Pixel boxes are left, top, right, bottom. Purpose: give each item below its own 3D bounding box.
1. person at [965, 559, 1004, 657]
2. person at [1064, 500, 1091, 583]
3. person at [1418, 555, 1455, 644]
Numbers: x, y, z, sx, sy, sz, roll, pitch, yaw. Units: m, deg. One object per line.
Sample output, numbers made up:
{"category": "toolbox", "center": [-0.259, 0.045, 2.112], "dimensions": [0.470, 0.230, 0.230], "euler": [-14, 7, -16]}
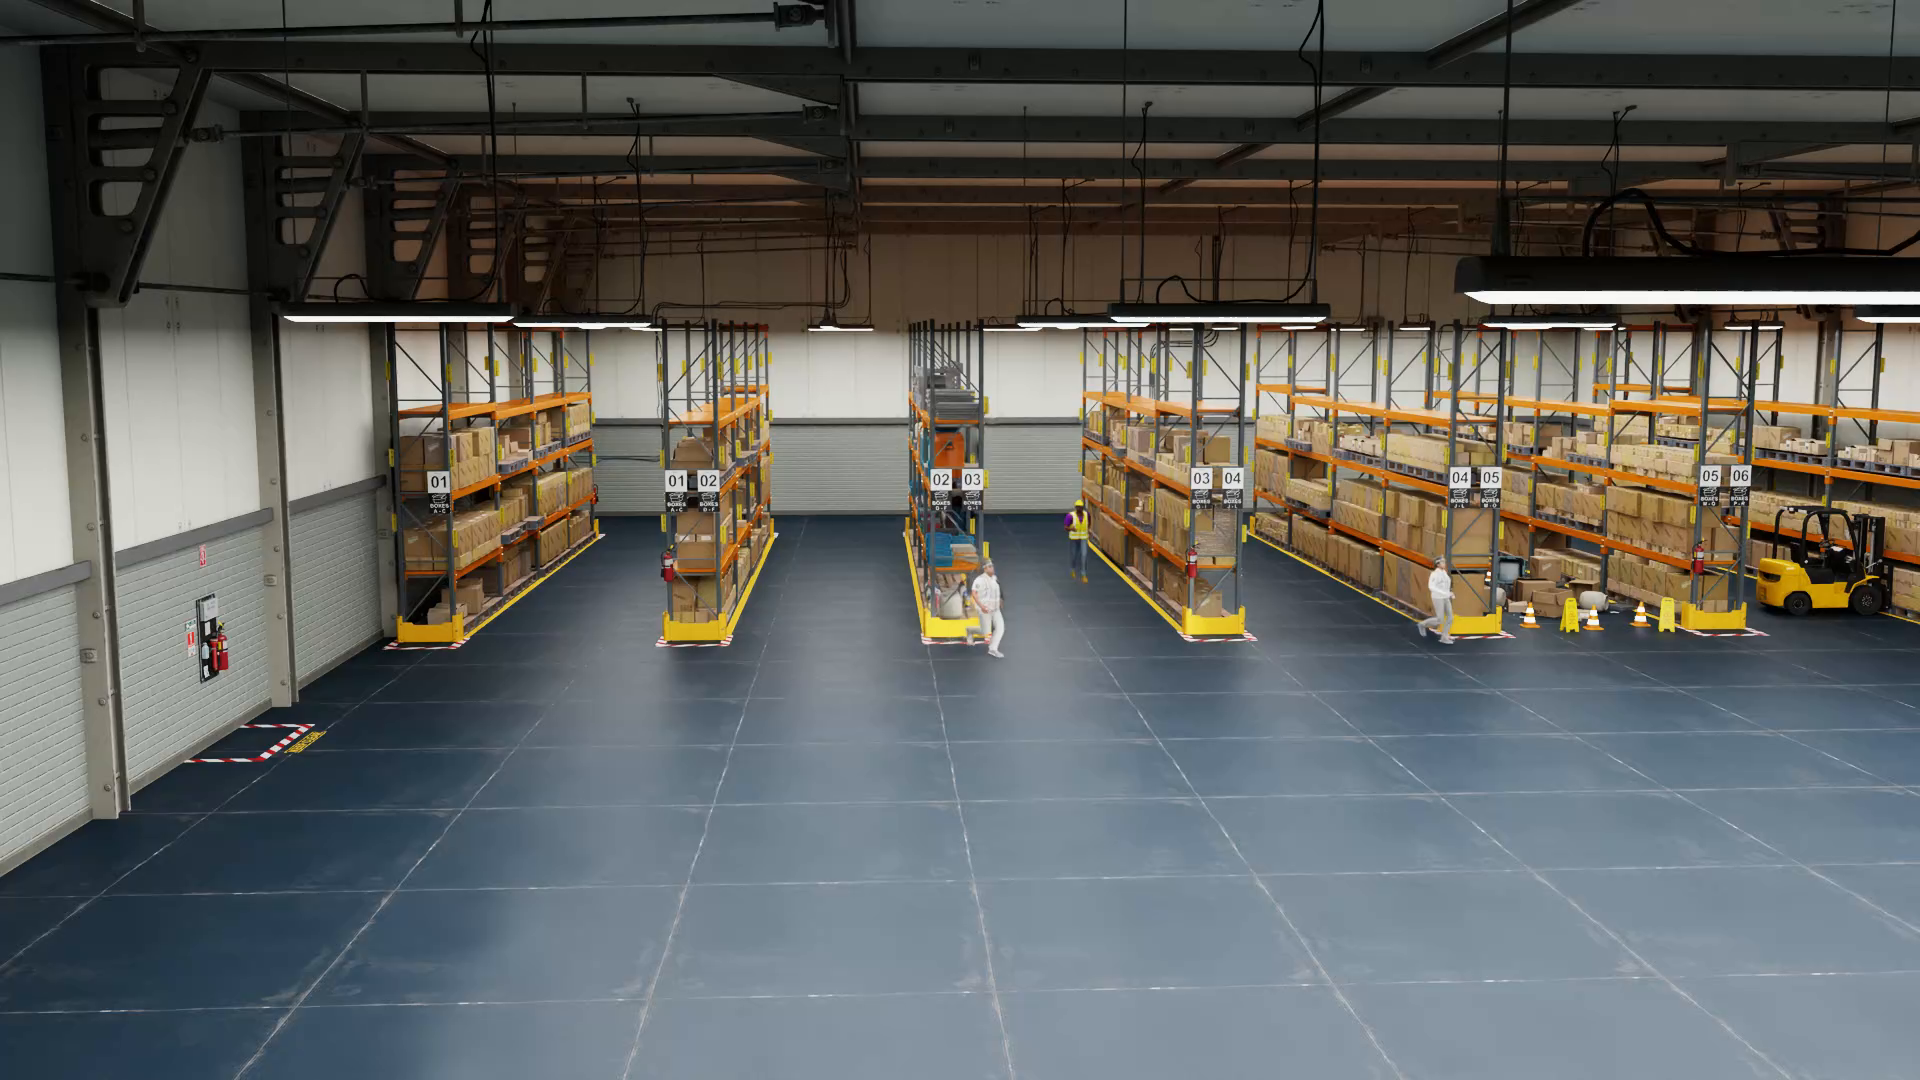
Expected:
{"category": "person", "center": [0.475, 1.202, 29.817], "dimensions": [0.759, 1.753, 0.668], "euler": [7, 10, 43]}
{"category": "person", "center": [2.607, 0.004, 36.794], "dimensions": [0.640, 1.812, 0.837], "euler": [-1, 7, -5]}
{"category": "person", "center": [8.912, 1.086, 30.956], "dimensions": [0.685, 1.656, 0.633], "euler": [7, 10, 43]}
